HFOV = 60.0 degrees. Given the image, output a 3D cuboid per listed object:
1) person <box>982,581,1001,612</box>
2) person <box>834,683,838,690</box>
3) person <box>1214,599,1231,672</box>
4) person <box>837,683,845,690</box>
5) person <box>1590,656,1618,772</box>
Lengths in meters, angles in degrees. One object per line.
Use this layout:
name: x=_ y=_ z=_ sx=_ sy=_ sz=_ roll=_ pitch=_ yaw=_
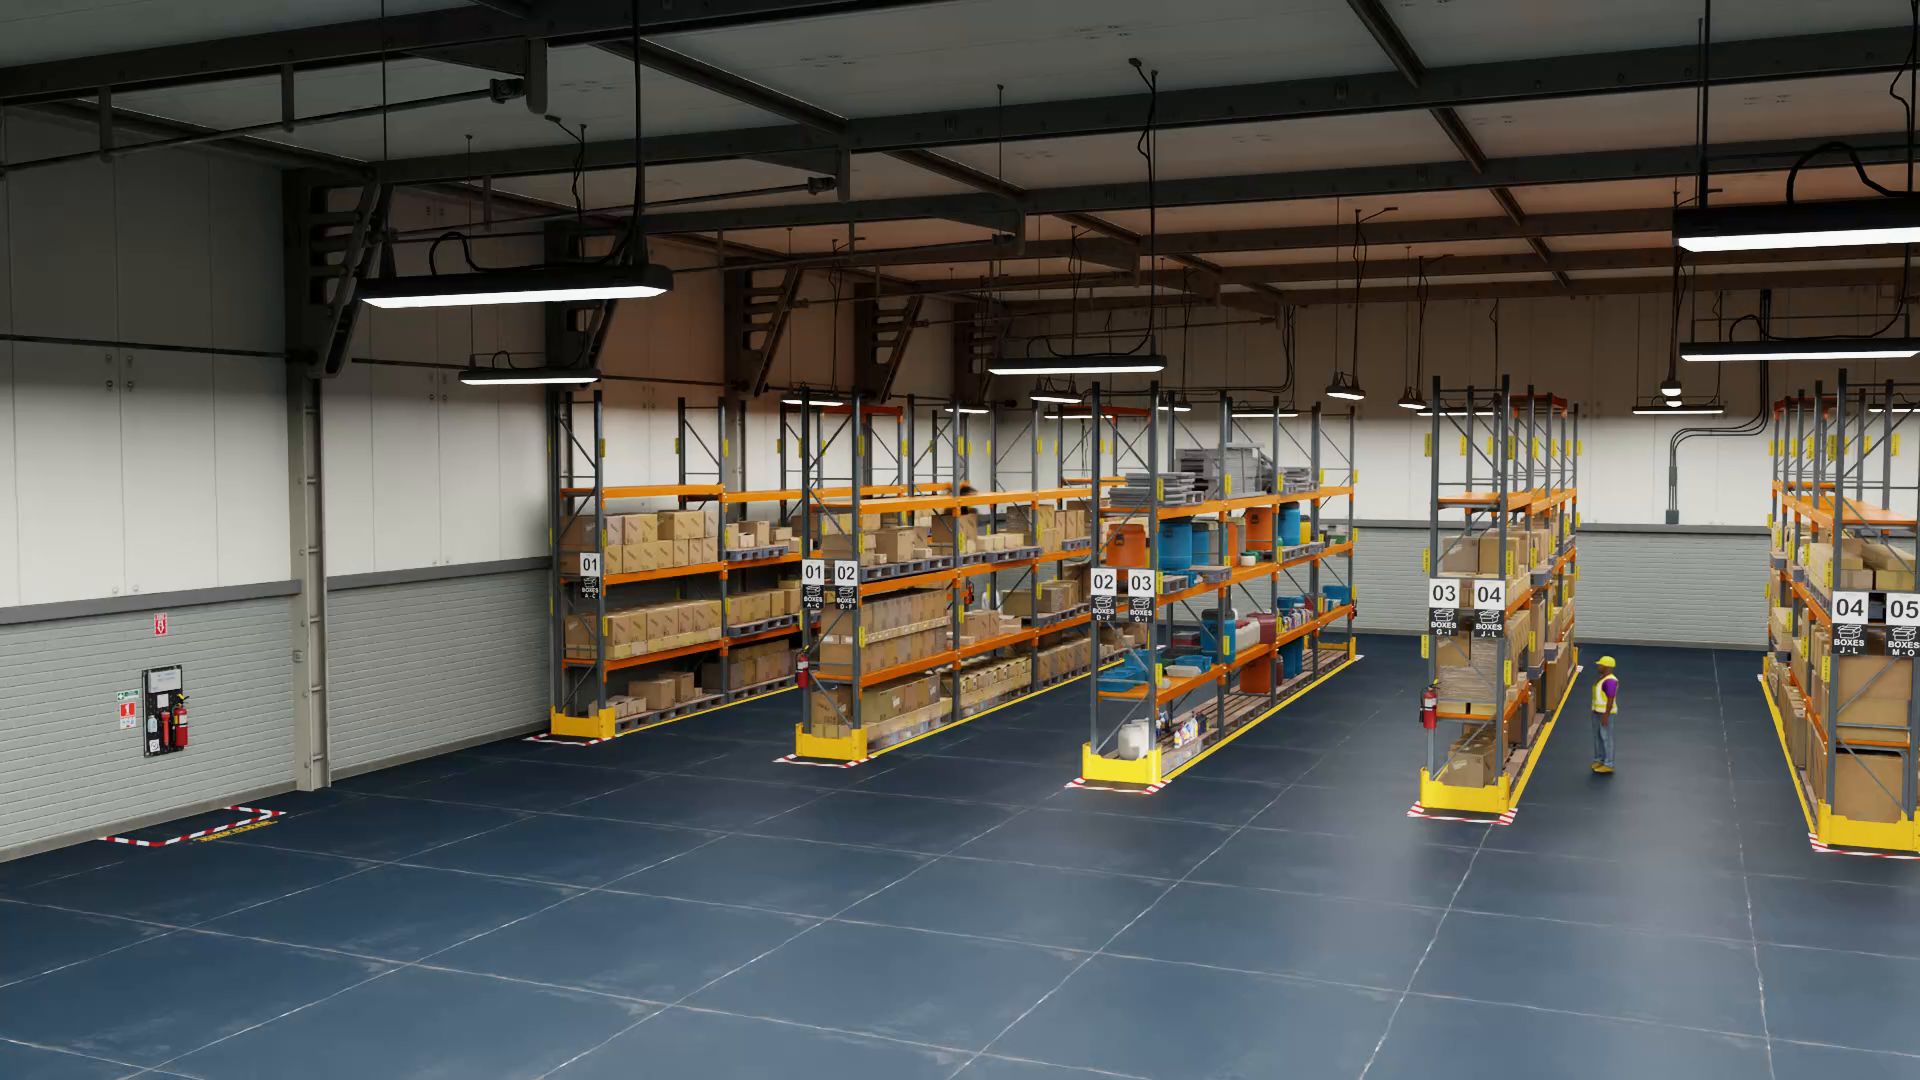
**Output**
person: x=0.782 y=1.834 z=42.174 sx=0.548 sy=1.600 sz=0.886 roll=1 pitch=3 yaw=19
person: x=-2.382 y=2.340 z=34.363 sx=0.501 sy=1.526 sz=0.904 roll=0 pitch=3 yaw=7
person: x=5.601 y=2.114 z=36.332 sx=0.640 sy=1.691 sz=1.103 roll=3 pitch=4 yaw=43
person: x=-2.303 y=2.349 z=33.263 sx=0.425 sy=1.629 sz=0.552 roll=1 pitch=3 yaw=11
person: x=9.985 y=2.689 z=25.818 sx=0.454 sy=1.770 sz=0.575 roll=-1 pitch=3 yaw=-10
